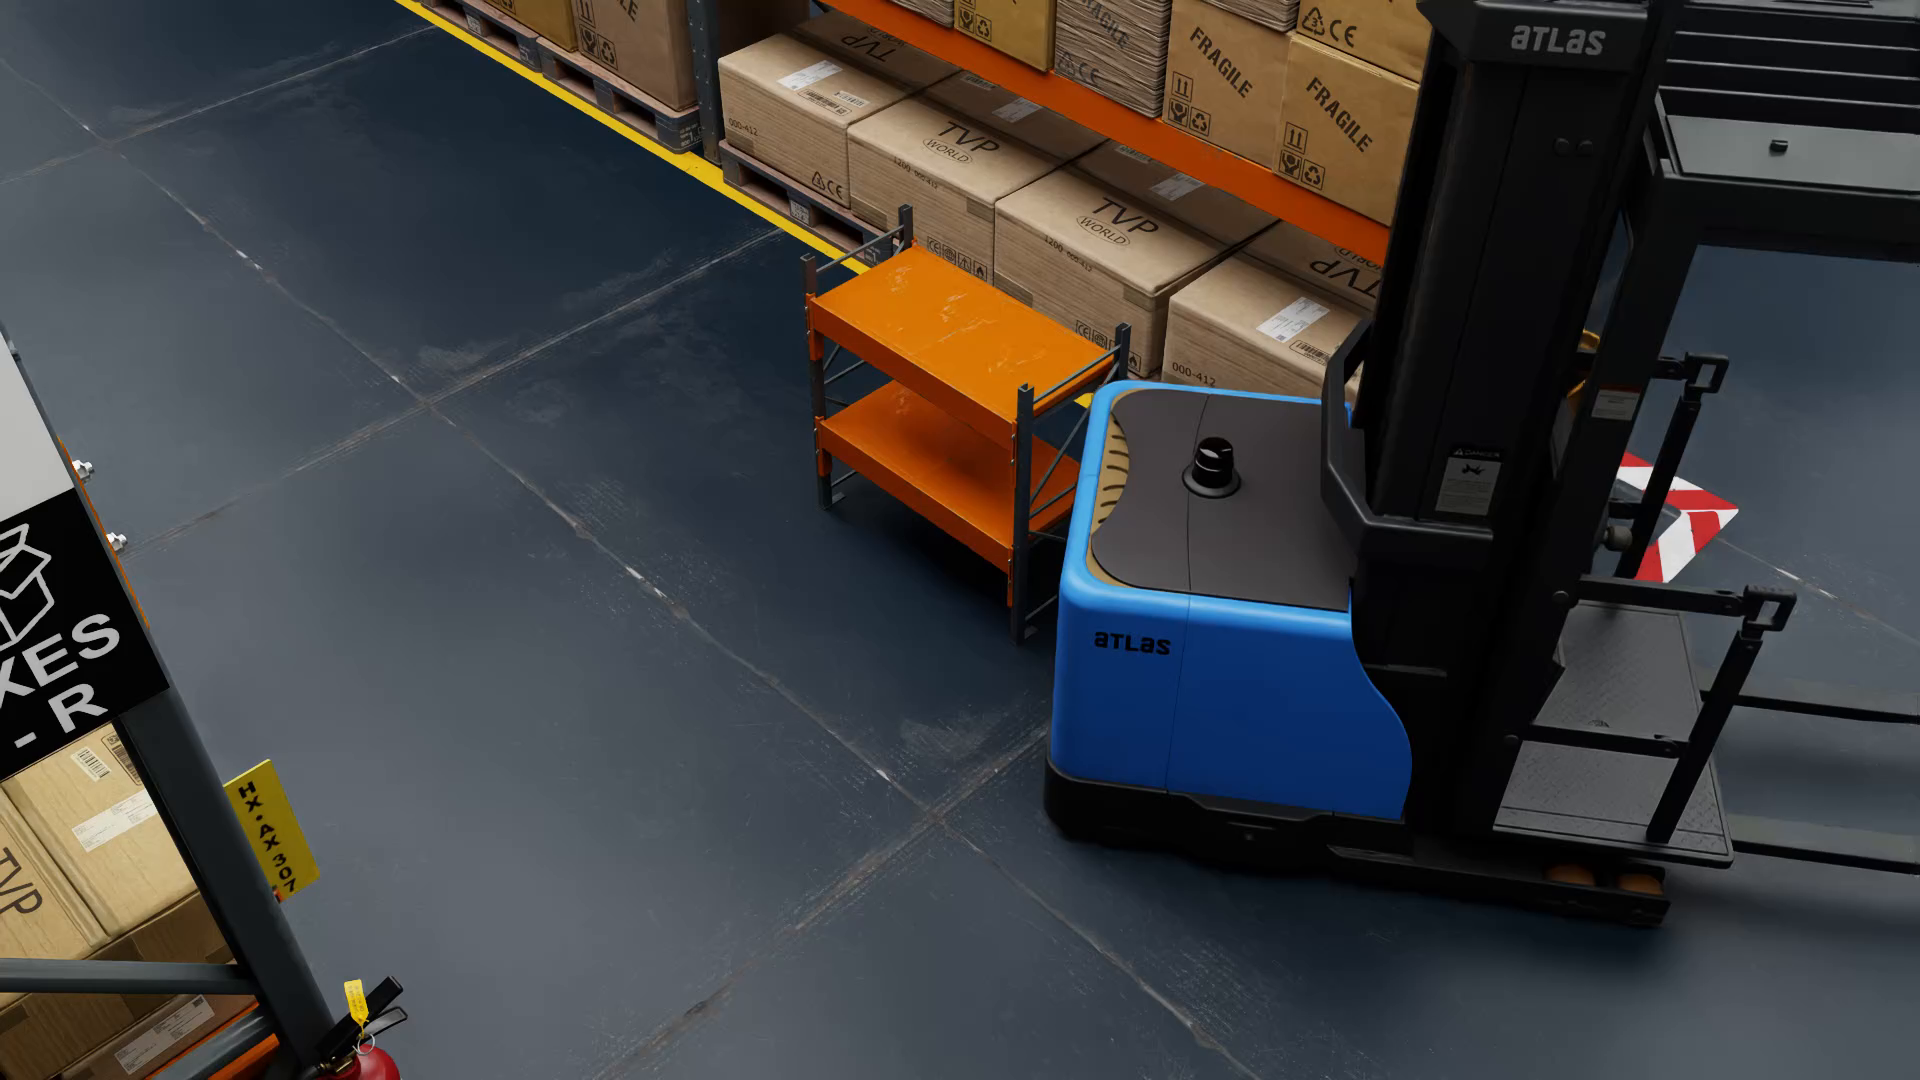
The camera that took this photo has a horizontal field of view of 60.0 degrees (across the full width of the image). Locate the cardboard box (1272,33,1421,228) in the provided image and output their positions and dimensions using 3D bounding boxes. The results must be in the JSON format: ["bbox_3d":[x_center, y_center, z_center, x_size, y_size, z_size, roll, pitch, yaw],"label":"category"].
[{"bbox_3d":[1.415,-1.437,5.521,0.500,0.500,0.500,-34,52,-31],"label":"cardboard box"}]

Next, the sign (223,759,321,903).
[{"bbox_3d":[-1.185,0.508,2.852,0.100,0.325,0.005,-34,53,-31],"label":"sign"}]

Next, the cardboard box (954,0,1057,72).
[{"bbox_3d":[0.327,-2.169,6.314,0.500,0.500,0.500,-33,52,-30],"label":"cardboard box"}]

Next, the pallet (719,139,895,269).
[{"bbox_3d":[-0.400,-1.790,8.031,1.003,0.211,1.213,-34,53,-31],"label":"pallet"}]

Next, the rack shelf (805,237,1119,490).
[{"bbox_3d":[0.005,-0.625,5.666,0.538,0.278,1.000,-34,53,-31],"label":"rack shelf"}]

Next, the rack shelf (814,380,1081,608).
[{"bbox_3d":[0.005,-0.230,6.031,0.538,0.278,1.000,-34,53,-31],"label":"rack shelf"}]

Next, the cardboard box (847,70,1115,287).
[{"bbox_3d":[0.118,-1.647,7.401,0.875,0.438,0.875,33,52,30],"label":"cardboard box"}]

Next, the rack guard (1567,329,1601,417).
[{"bbox_3d":[1.960,-0.365,6.277,1.175,0.500,0.348,-34,53,-31],"label":"rack guard"}]

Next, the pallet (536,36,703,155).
[{"bbox_3d":[-1.480,-2.527,8.830,1.003,0.211,1.213,-34,53,-31],"label":"pallet"}]

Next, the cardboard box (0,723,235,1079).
[{"bbox_3d":[-1.698,0.685,3.190,0.500,0.250,0.500,-34,52,-31],"label":"cardboard box"}]

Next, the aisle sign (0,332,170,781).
[{"bbox_3d":[-1.312,0.023,2.099,0.394,0.787,0.004,-34,53,-31],"label":"aisle sign"}]

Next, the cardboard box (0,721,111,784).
[{"bbox_3d":[-2.054,0.442,3.452,0.500,0.250,0.500,-34,52,-31],"label":"cardboard box"}]

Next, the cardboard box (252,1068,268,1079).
[{"bbox_3d":[-1.933,1.509,3.937,0.637,0.503,0.797,32,52,30],"label":"cardboard box"}]

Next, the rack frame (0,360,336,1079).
[{"bbox_3d":[-1.569,1.086,2.865,1.000,3.000,0.127,-34,53,-31],"label":"rack frame"}]

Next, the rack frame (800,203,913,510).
[{"bbox_3d":[-0.354,-0.654,6.129,0.500,1.125,0.032,-34,53,-31],"label":"rack frame"}]

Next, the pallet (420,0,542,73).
[{"bbox_3d":[-2.346,-3.114,9.464,1.003,0.211,1.213,-34,53,-31],"label":"pallet"}]

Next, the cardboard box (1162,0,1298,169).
[{"bbox_3d":[1.071,-1.685,5.789,0.500,0.500,0.500,33,52,31],"label":"cardboard box"}]

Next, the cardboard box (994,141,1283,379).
[{"bbox_3d":[0.754,-1.213,6.931,0.875,0.438,0.875,-33,52,-30],"label":"cardboard box"}]

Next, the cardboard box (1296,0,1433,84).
[{"bbox_3d":[1.434,-1.816,5.195,0.500,0.500,0.500,-32,52,-30],"label":"cardboard box"}]

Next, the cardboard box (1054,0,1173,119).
[{"bbox_3d":[0.701,-1.927,6.052,0.500,0.500,0.500,-33,52,-30],"label":"cardboard box"}]

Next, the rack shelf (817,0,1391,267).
[{"bbox_3d":[0.531,-1.992,6.725,1.077,0.370,4.000,-34,53,-31],"label":"rack shelf"}]

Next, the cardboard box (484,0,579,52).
[{"bbox_3d":[-2.020,-3.281,8.846,0.875,0.875,0.875,-33,52,-30],"label":"cardboard box"}]

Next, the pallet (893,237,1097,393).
[{"bbox_3d":[0.466,-1.204,7.397,1.003,0.211,1.213,-34,53,-31],"label":"pallet"}]

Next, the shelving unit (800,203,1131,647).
[{"bbox_3d":[0.005,-0.410,5.865,0.538,1.125,1.048,-34,53,-31],"label":"shelving unit"}]

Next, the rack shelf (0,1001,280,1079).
[{"bbox_3d":[-2.981,0.389,4.149,1.077,0.370,4.000,-34,53,-31],"label":"rack shelf"}]

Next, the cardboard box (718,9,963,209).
[{"bbox_3d":[-0.514,-2.077,7.866,0.875,0.438,0.875,33,52,31],"label":"cardboard box"}]

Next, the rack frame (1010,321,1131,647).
[{"bbox_3d":[0.364,-0.166,5.600,0.500,1.125,0.032,-34,53,-31],"label":"rack frame"}]

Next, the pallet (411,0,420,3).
[{"bbox_3d":[-3.203,-3.700,10.098,1.003,0.211,1.213,-34,53,-31],"label":"pallet"}]

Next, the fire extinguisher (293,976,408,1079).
[{"bbox_3d":[-1.137,1.100,3.181,0.296,0.674,0.183,-34,53,-31],"label":"fire extinguisher"}]

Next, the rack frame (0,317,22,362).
[{"bbox_3d":[-1.569,-1.117,0.829,1.000,3.000,0.127,-34,53,-31],"label":"rack frame"}]

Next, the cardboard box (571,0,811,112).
[{"bbox_3d":[-1.376,-2.850,8.381,0.875,0.875,0.875,-32,52,-30],"label":"cardboard box"}]

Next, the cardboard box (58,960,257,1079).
[{"bbox_3d":[-1.606,0.889,3.263,0.250,0.149,0.380,34,52,31],"label":"cardboard box"}]

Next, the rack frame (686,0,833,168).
[{"bbox_3d":[-0.882,-3.217,7.521,1.000,3.000,0.127,-34,53,-31],"label":"rack frame"}]

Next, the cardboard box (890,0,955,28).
[{"bbox_3d":[-0.037,-2.417,6.582,0.500,0.500,0.500,-34,52,-31],"label":"cardboard box"}]

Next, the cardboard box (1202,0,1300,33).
[{"bbox_3d":[1.044,-2.053,5.452,0.500,0.500,0.500,-34,52,-31],"label":"cardboard box"}]

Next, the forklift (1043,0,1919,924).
[{"bbox_3d":[1.828,-0.313,4.429,3.031,2.935,1.130,7,43,7],"label":"forklift"}]

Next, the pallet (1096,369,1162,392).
[{"bbox_3d":[1.323,-0.617,6.763,1.003,0.211,1.213,-34,53,-31],"label":"pallet"}]

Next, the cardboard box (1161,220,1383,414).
[{"bbox_3d":[1.406,-0.777,6.459,0.875,0.438,0.875,32,52,30],"label":"cardboard box"}]

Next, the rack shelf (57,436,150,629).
[{"bbox_3d":[-2.981,-0.713,3.131,1.077,0.370,4.000,-34,53,-31],"label":"rack shelf"}]
